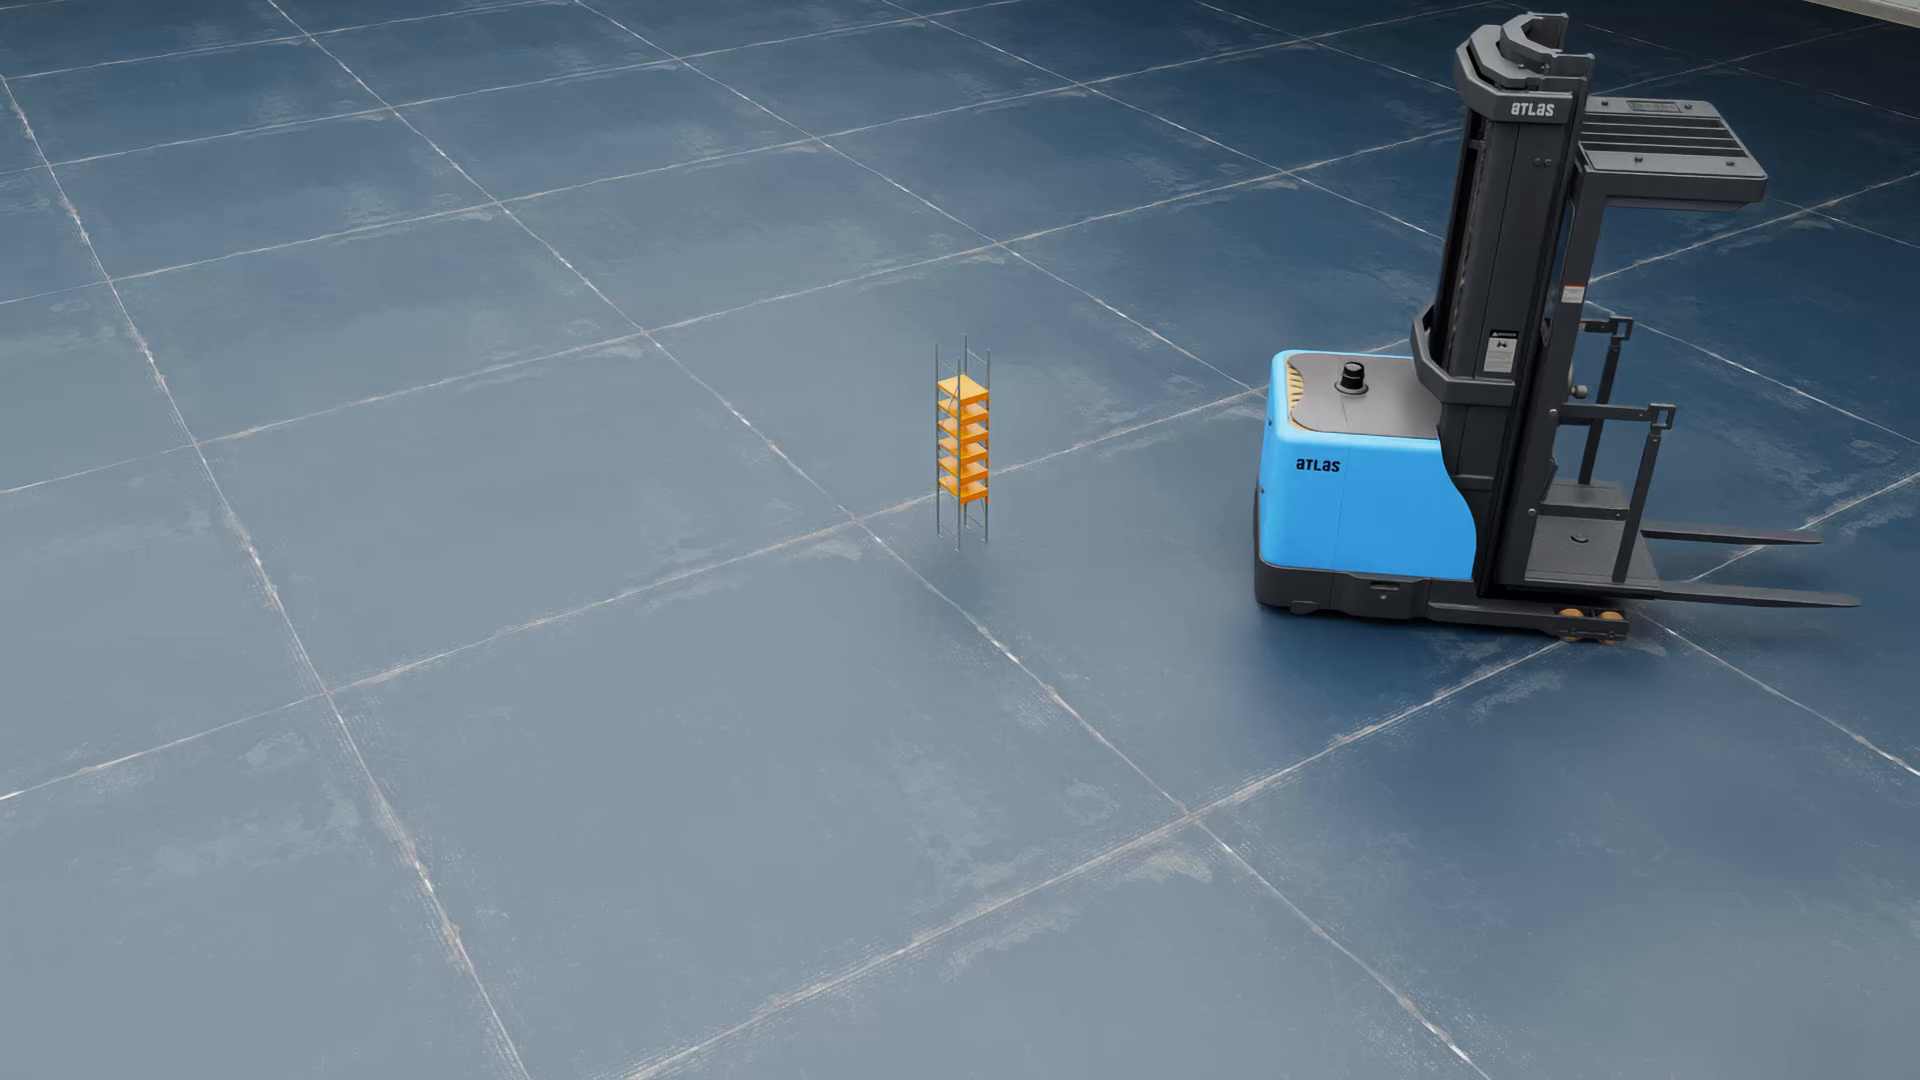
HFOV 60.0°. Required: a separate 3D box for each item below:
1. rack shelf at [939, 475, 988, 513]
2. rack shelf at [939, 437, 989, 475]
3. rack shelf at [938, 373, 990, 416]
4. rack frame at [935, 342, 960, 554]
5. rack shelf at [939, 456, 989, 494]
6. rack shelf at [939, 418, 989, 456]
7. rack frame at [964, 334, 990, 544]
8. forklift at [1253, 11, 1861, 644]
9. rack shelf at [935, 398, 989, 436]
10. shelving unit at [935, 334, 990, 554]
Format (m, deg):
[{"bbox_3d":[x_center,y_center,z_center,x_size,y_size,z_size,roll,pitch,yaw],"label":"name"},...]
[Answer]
[{"bbox_3d":[0.012,-0.271,9.210,0.180,0.103,0.258,-19,37,-27],"label":"rack shelf"},{"bbox_3d":[0.012,-0.474,9.082,0.180,0.103,0.258,-19,37,-27],"label":"rack shelf"},{"bbox_3d":[0.012,-0.779,8.890,0.180,0.103,0.258,-19,37,-27],"label":"rack shelf"},{"bbox_3d":[-0.065,-0.485,9.016,0.006,1.200,0.240,-19,37,-27],"label":"rack frame"},{"bbox_3d":[0.012,-0.373,9.146,0.180,0.103,0.258,-19,37,-27],"label":"rack shelf"},{"bbox_3d":[0.012,-0.576,9.018,0.180,0.103,0.258,-19,37,-27],"label":"rack shelf"},{"bbox_3d":[0.089,-0.538,9.100,0.006,1.200,0.240,-19,37,-27],"label":"rack frame"},{"bbox_3d":[3.117,-1.009,8.223,3.031,2.935,1.130,4,32,7],"label":"forklift"},{"bbox_3d":[0.012,-0.677,8.954,0.180,0.103,0.258,-19,37,-27],"label":"rack shelf"},{"bbox_3d":[0.012,-0.512,9.058,0.189,1.200,0.258,-19,37,-27],"label":"shelving unit"}]
